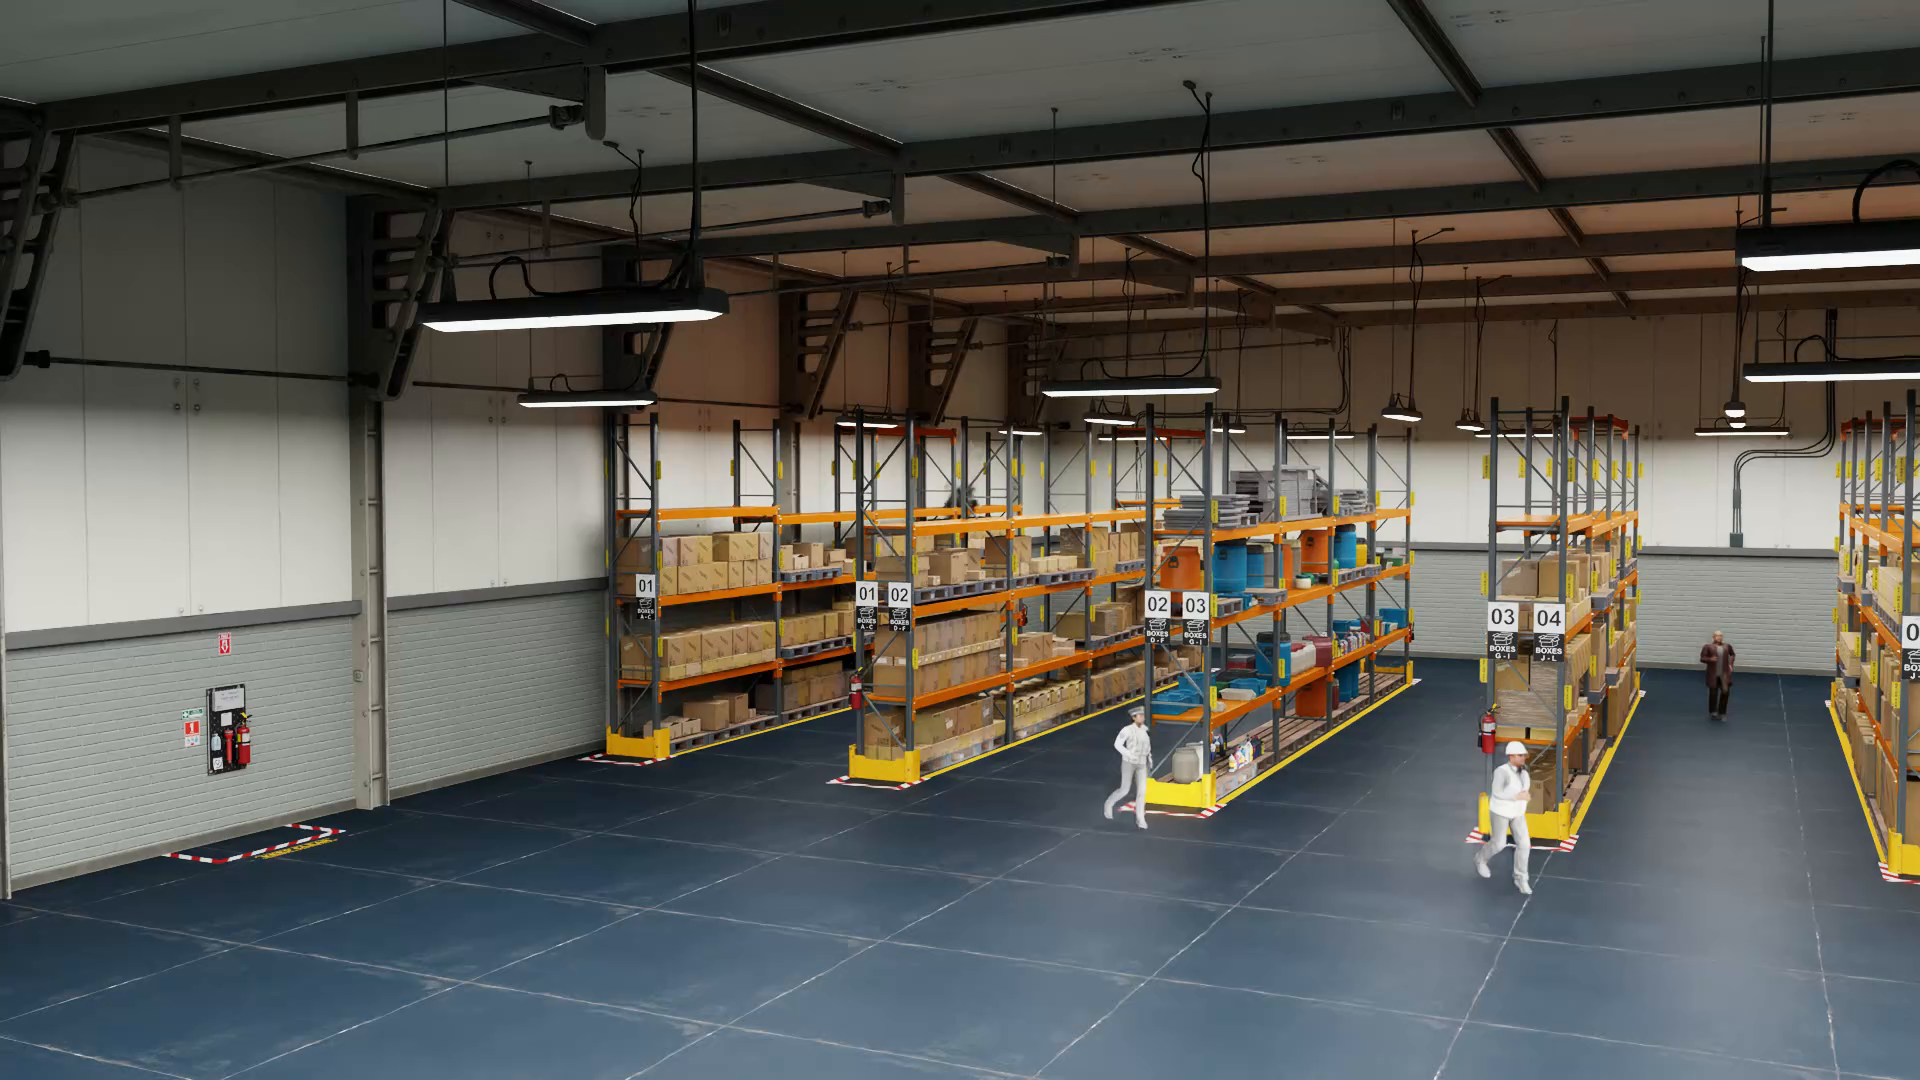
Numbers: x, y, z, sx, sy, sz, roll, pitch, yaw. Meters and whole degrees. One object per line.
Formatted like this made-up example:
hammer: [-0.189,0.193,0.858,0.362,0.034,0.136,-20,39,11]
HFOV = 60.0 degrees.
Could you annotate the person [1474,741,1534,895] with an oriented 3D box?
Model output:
person: [6.541,3.304,19.948,0.673,1.827,0.925,-1,3,-28]

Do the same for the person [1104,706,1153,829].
person: [2.492,3.168,23.509,0.684,1.659,0.918,-2,3,-32]

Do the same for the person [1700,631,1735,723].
person: [15.130,2.722,33.179,0.685,1.826,0.776,1,2,16]
